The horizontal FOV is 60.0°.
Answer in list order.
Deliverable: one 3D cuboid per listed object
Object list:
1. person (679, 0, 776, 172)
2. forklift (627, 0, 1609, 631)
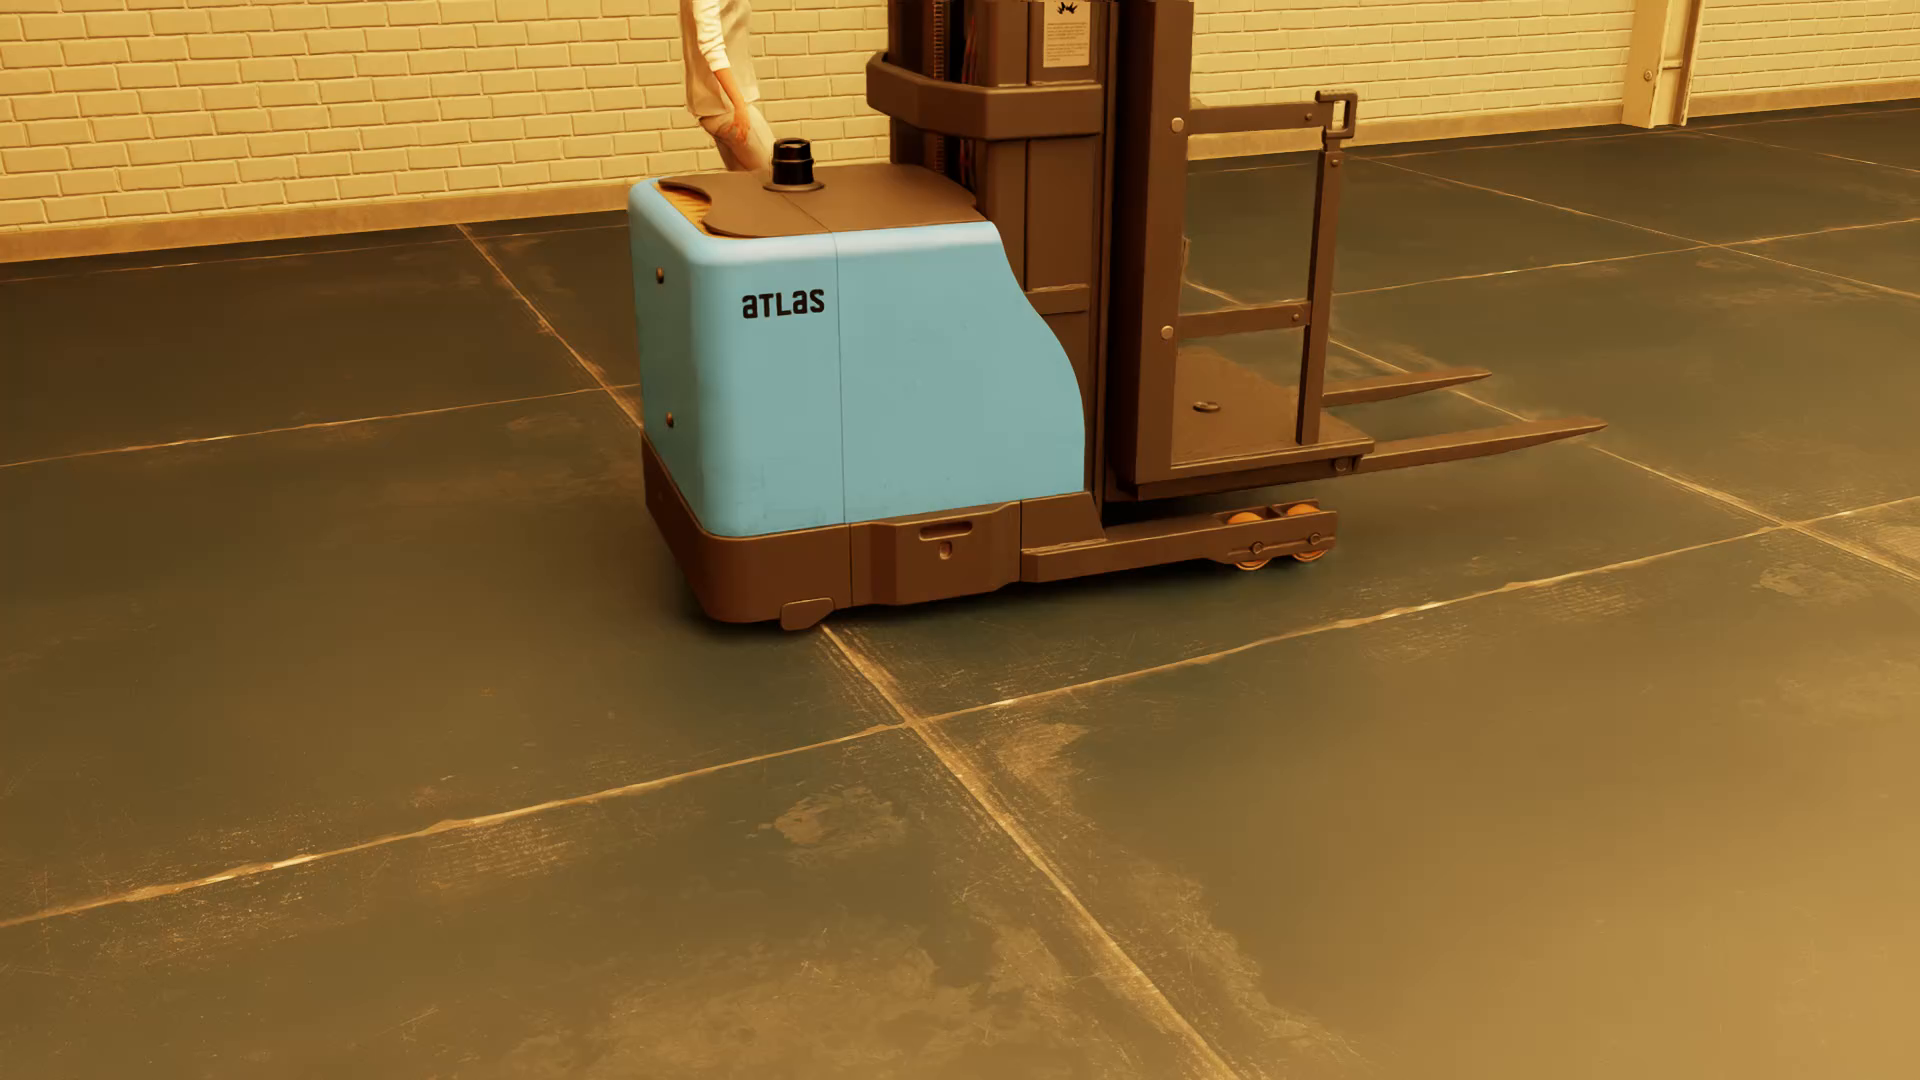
[{"bbox_3d":[-0.850,-1.684,6.456,0.426,1.585,0.517,-6,23,-14],"label":"person"},{"bbox_3d":[0.590,-1.445,4.766,3.031,2.935,1.130,-8,24,-19],"label":"forklift"}]
